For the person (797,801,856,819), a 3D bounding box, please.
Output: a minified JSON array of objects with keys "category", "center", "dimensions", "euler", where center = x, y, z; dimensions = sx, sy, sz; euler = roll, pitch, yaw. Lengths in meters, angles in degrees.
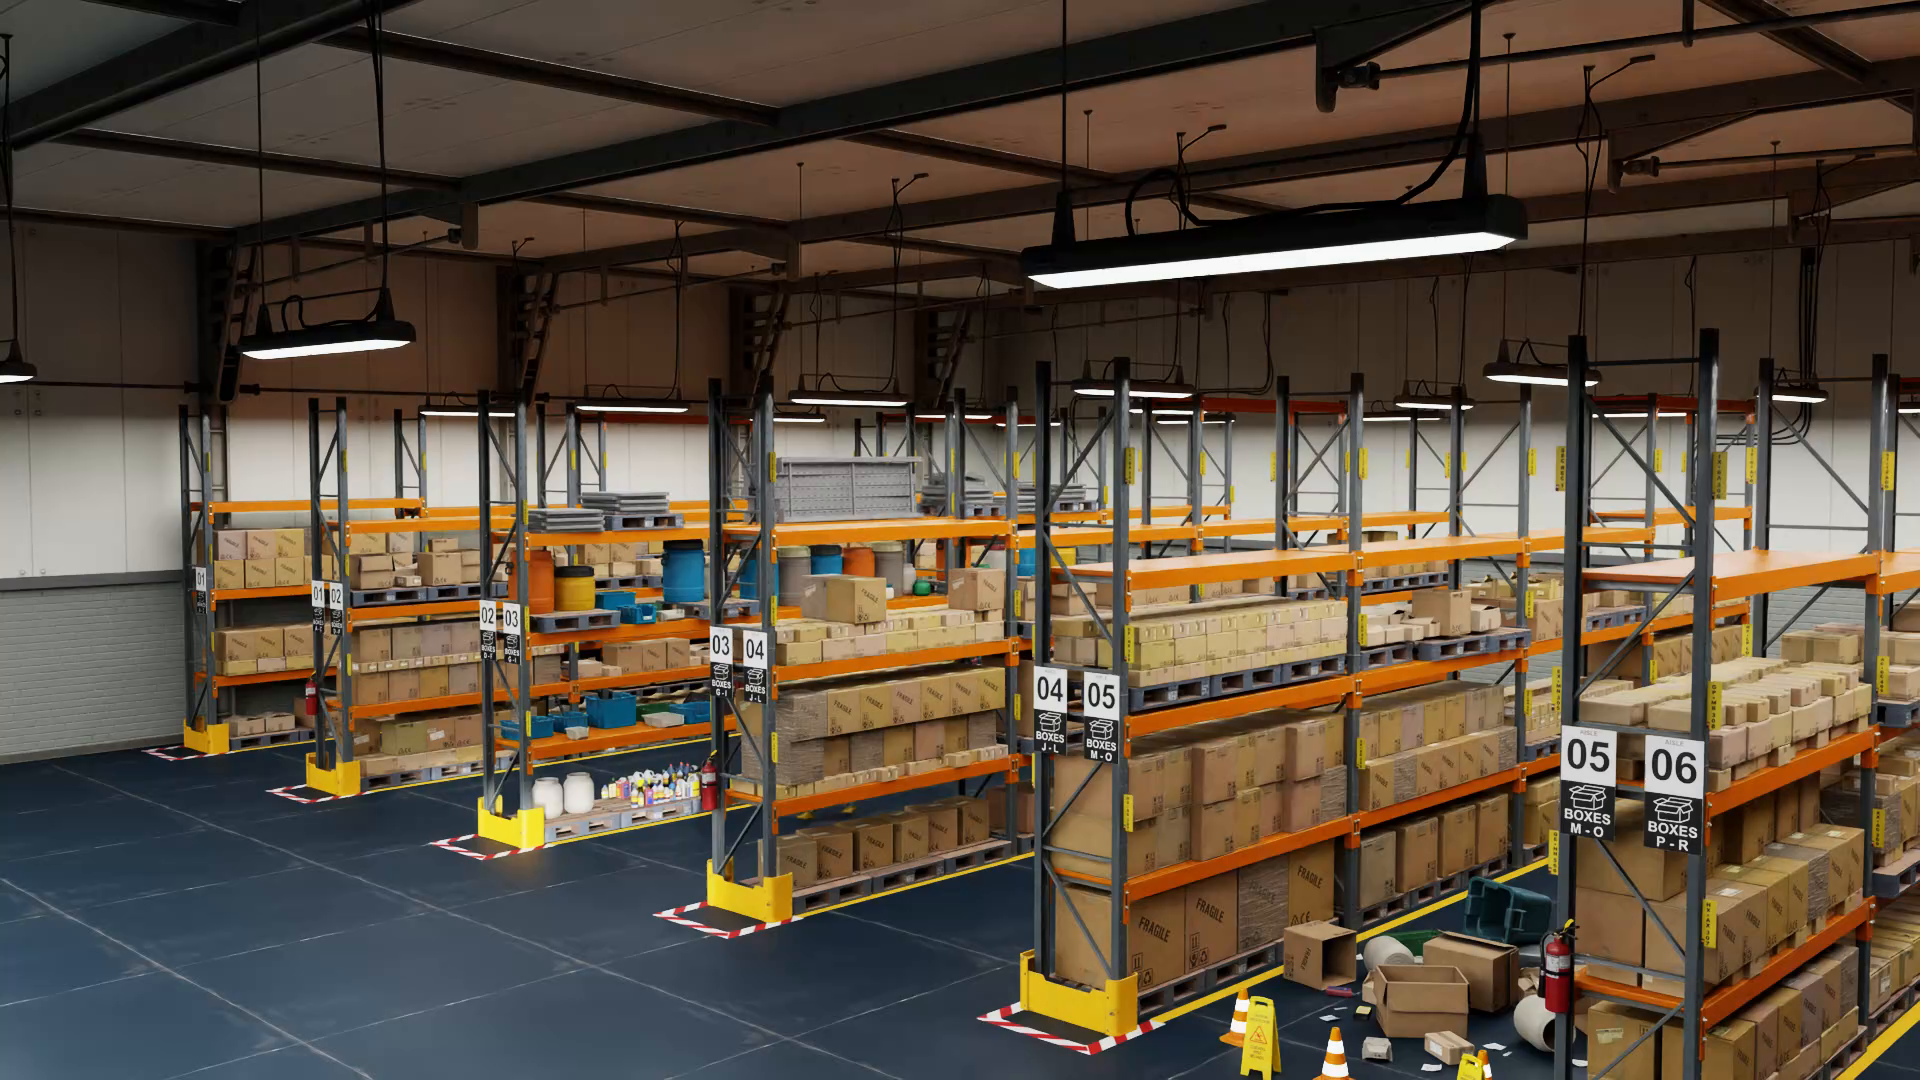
[{"category":"person","center":[-1.867,3.053,23.416],"dimensions":[0.596,1.729,0.975],"euler":[3,4,42]}]
